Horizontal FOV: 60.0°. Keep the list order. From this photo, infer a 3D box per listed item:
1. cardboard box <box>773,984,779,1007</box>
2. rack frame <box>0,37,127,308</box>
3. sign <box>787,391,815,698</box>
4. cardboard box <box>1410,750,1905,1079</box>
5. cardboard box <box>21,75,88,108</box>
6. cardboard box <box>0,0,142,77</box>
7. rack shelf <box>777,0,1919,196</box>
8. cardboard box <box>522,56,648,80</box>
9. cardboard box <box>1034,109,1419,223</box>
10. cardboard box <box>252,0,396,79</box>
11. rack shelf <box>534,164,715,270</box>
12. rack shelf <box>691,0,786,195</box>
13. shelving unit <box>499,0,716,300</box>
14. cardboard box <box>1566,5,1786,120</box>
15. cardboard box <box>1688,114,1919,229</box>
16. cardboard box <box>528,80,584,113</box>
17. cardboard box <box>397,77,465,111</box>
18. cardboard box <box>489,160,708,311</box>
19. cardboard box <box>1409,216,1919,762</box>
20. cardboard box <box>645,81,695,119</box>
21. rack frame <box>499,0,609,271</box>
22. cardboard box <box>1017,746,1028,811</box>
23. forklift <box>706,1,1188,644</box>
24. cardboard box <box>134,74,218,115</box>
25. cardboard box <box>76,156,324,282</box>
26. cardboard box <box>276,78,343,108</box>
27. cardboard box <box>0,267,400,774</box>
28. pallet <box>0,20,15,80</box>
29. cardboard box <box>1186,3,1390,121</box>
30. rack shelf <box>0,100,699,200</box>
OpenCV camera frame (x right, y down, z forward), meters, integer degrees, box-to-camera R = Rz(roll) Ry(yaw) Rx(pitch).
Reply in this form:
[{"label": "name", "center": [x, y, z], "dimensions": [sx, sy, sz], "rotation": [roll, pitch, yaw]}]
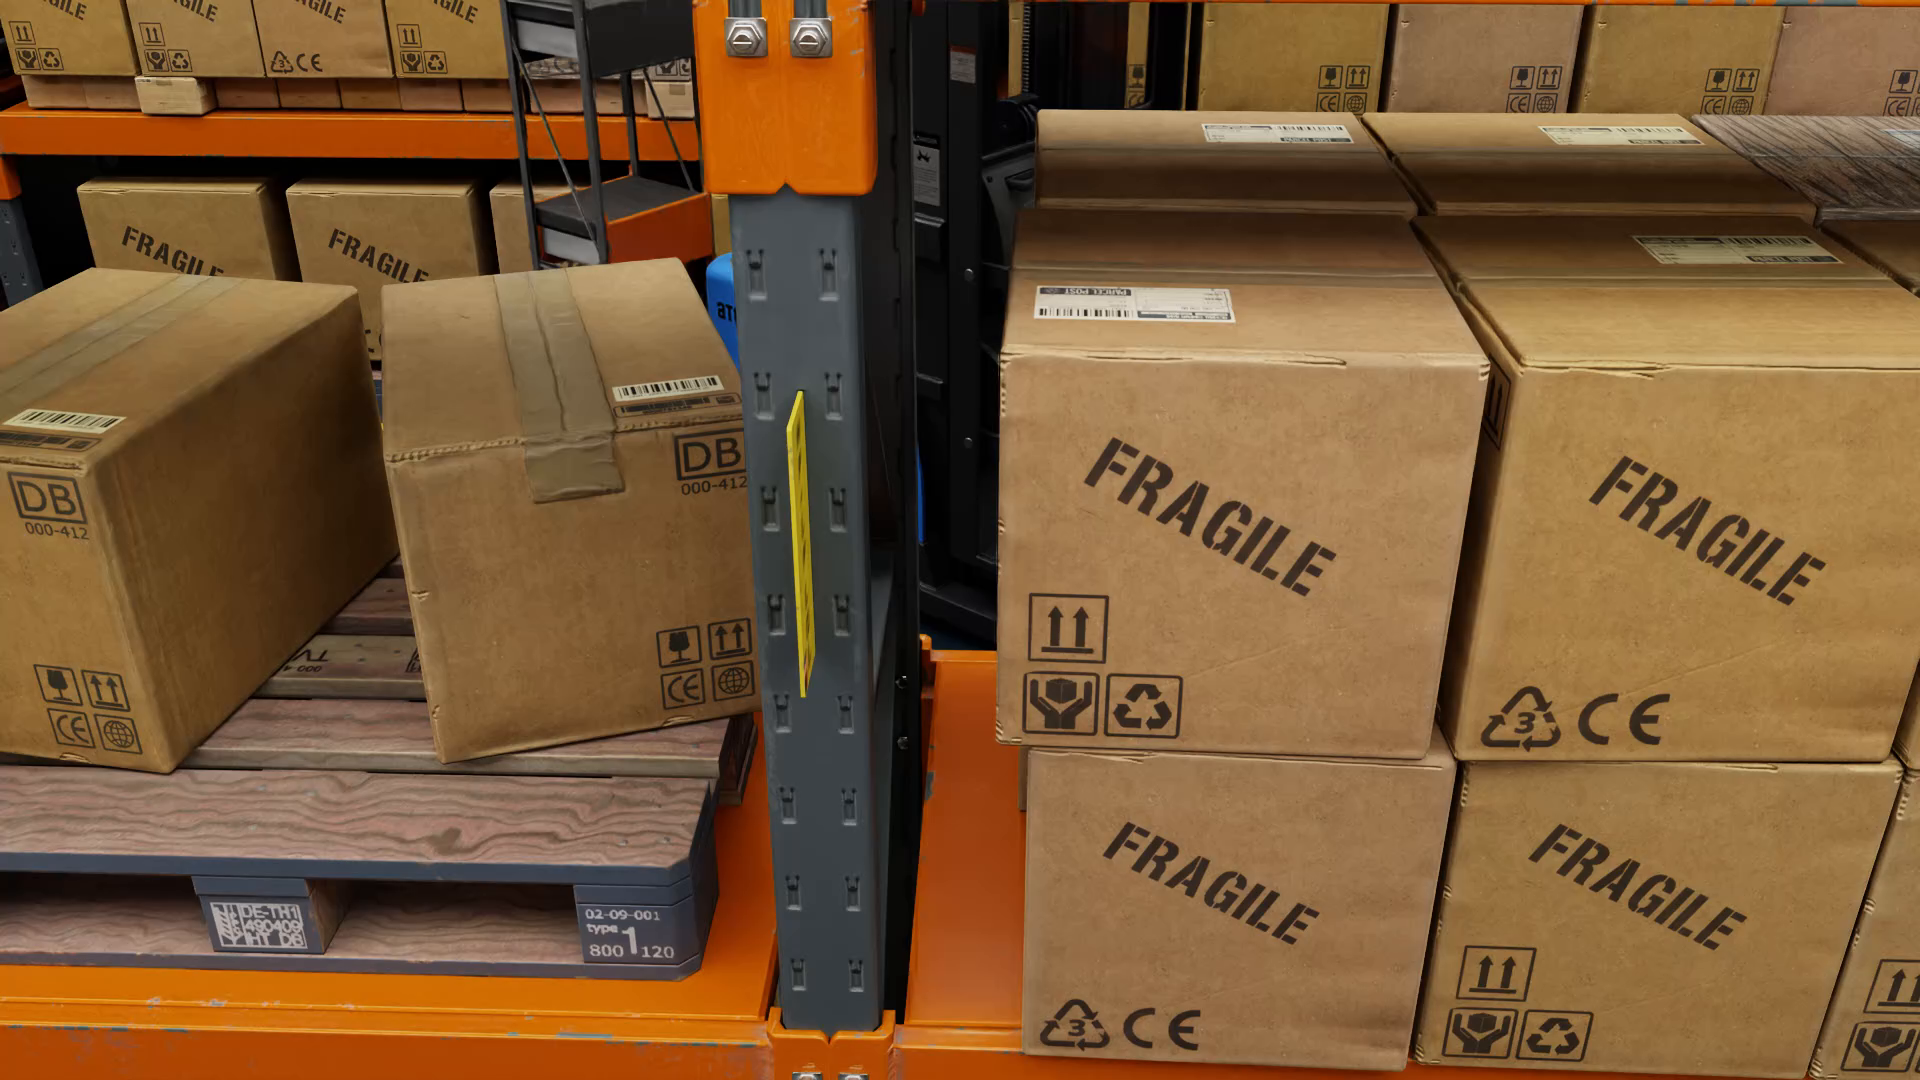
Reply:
[{"label": "cardboard box", "center": [-0.629, 1.048, 3.270], "dimensions": [0.500, 0.500, 0.500], "rotation": [0, 28, -1]}, {"label": "rack frame", "center": [-3.981, -2.125, 7.056], "dimensions": [0.127, 3.000, 1.000], "rotation": [1, 28, 2]}, {"label": "sign", "center": [-0.171, 0.008, 1.796], "dimensions": [0.005, 0.325, 0.100], "rotation": [1, 28, 2]}, {"label": "cardboard box", "center": [0.857, 0.359, 2.264], "dimensions": [0.500, 0.500, 0.500], "rotation": [1, 28, 3]}, {"label": "cardboard box", "center": [-3.660, -1.909, 6.895], "dimensions": [0.250, 0.149, 0.380], "rotation": [1, 28, 1]}, {"label": "cardboard box", "center": [-3.505, -2.182, 6.717], "dimensions": [0.500, 0.500, 0.500], "rotation": [2, 28, 3]}, {"label": "rack shelf", "center": [1.844, -0.715, 1.961], "dimensions": [4.000, 0.370, 1.077], "rotation": [1, 28, 2]}, {"label": "cardboard box", "center": [-1.466, -2.149, 6.656], "dimensions": [0.500, 0.500, 0.500], "rotation": [1, 28, 2]}, {"label": "cardboard box", "center": [0.360, -0.339, 2.512], "dimensions": [0.500, 0.500, 0.500], "rotation": [1, 28, 2]}, {"label": "cardboard box", "center": [-2.486, -2.160, 6.676], "dimensions": [0.500, 0.500, 0.500], "rotation": [1, 28, 2]}, {"label": "rack shelf", "center": [-1.191, -0.996, 5.915], "dimensions": [0.431, 0.518, 0.480], "rotation": [20, 34, 33]}, {"label": "rack shelf", "center": [-2.153, -0.781, 2.085], "dimensions": [4.000, 0.370, 1.077], "rotation": [1, 28, 2]}, {"label": "shelving unit", "center": [-1.191, -1.008, 5.908], "dimensions": [0.431, 2.100, 0.503], "rotation": [20, 34, 33]}, {"label": "cardboard box", "center": [2.777, -2.136, 6.756], "dimensions": [0.700, 0.700, 0.980], "rotation": [1, 28, 1]}, {"label": "cardboard box", "center": [1.376, -0.323, 2.483], "dimensions": [0.500, 0.500, 0.500], "rotation": [1, 28, 2]}, {"label": "cardboard box", "center": [-1.599, -1.871, 6.824], "dimensions": [0.250, 0.149, 0.380], "rotation": [0, 28, 0]}, {"label": "cardboard box", "center": [-2.127, -1.889, 6.857], "dimensions": [0.250, 0.149, 0.380], "rotation": [1, 28, 2]}, {"label": "cardboard box", "center": [-1.526, -1.258, 7.267], "dimensions": [0.750, 0.750, 0.750], "rotation": [2, 28, 3]}, {"label": "cardboard box", "center": [0.822, -0.078, 2.021], "dimensions": [0.500, 0.500, 0.500], "rotation": [0, 28, 0]}, {"label": "cardboard box", "center": [-1.108, -1.825, 6.737], "dimensions": [0.250, 0.149, 0.380], "rotation": [1, 28, 2]}, {"label": "rack frame", "center": [-1.341, -0.918, 5.738], "dimensions": [0.400, 2.100, 0.015], "rotation": [20, 34, 33]}, {"label": "cardboard box", "center": [0.354, 0.104, 2.745], "dimensions": [0.500, 0.500, 0.500], "rotation": [1, 28, 3]}, {"label": "forklift", "center": [0.551, -1.060, 5.119], "dimensions": [3.031, 2.935, 1.130], "rotation": [21, 34, 34]}, {"label": "cardboard box", "center": [-3.146, -1.857, 6.797], "dimensions": [0.250, 0.149, 0.380], "rotation": [2, 28, 3]}, {"label": "cardboard box", "center": [-3.251, -1.287, 7.322], "dimensions": [0.750, 0.750, 0.750], "rotation": [1, 28, 1]}, {"label": "cardboard box", "center": [-2.631, -1.910, 6.897], "dimensions": [0.250, 0.149, 0.380], "rotation": [2, 28, 3]}, {"label": "cardboard box", "center": [-1.310, -0.064, 2.613], "dimensions": [0.500, 0.500, 0.700], "rotation": [5, 28, 10]}, {"label": "pallet", "center": [-4.697, -2.002, 7.029], "dimensions": [1.003, 0.211, 1.213], "rotation": [1, 28, 2]}, {"label": "cardboard box", "center": [1.287, -2.160, 6.802], "dimensions": [0.700, 0.700, 0.980], "rotation": [0, 28, 0]}, {"label": "rack shelf", "center": [-1.982, -1.774, 7.162], "dimensions": [4.000, 0.370, 1.077], "rotation": [1, 28, 2]}]
